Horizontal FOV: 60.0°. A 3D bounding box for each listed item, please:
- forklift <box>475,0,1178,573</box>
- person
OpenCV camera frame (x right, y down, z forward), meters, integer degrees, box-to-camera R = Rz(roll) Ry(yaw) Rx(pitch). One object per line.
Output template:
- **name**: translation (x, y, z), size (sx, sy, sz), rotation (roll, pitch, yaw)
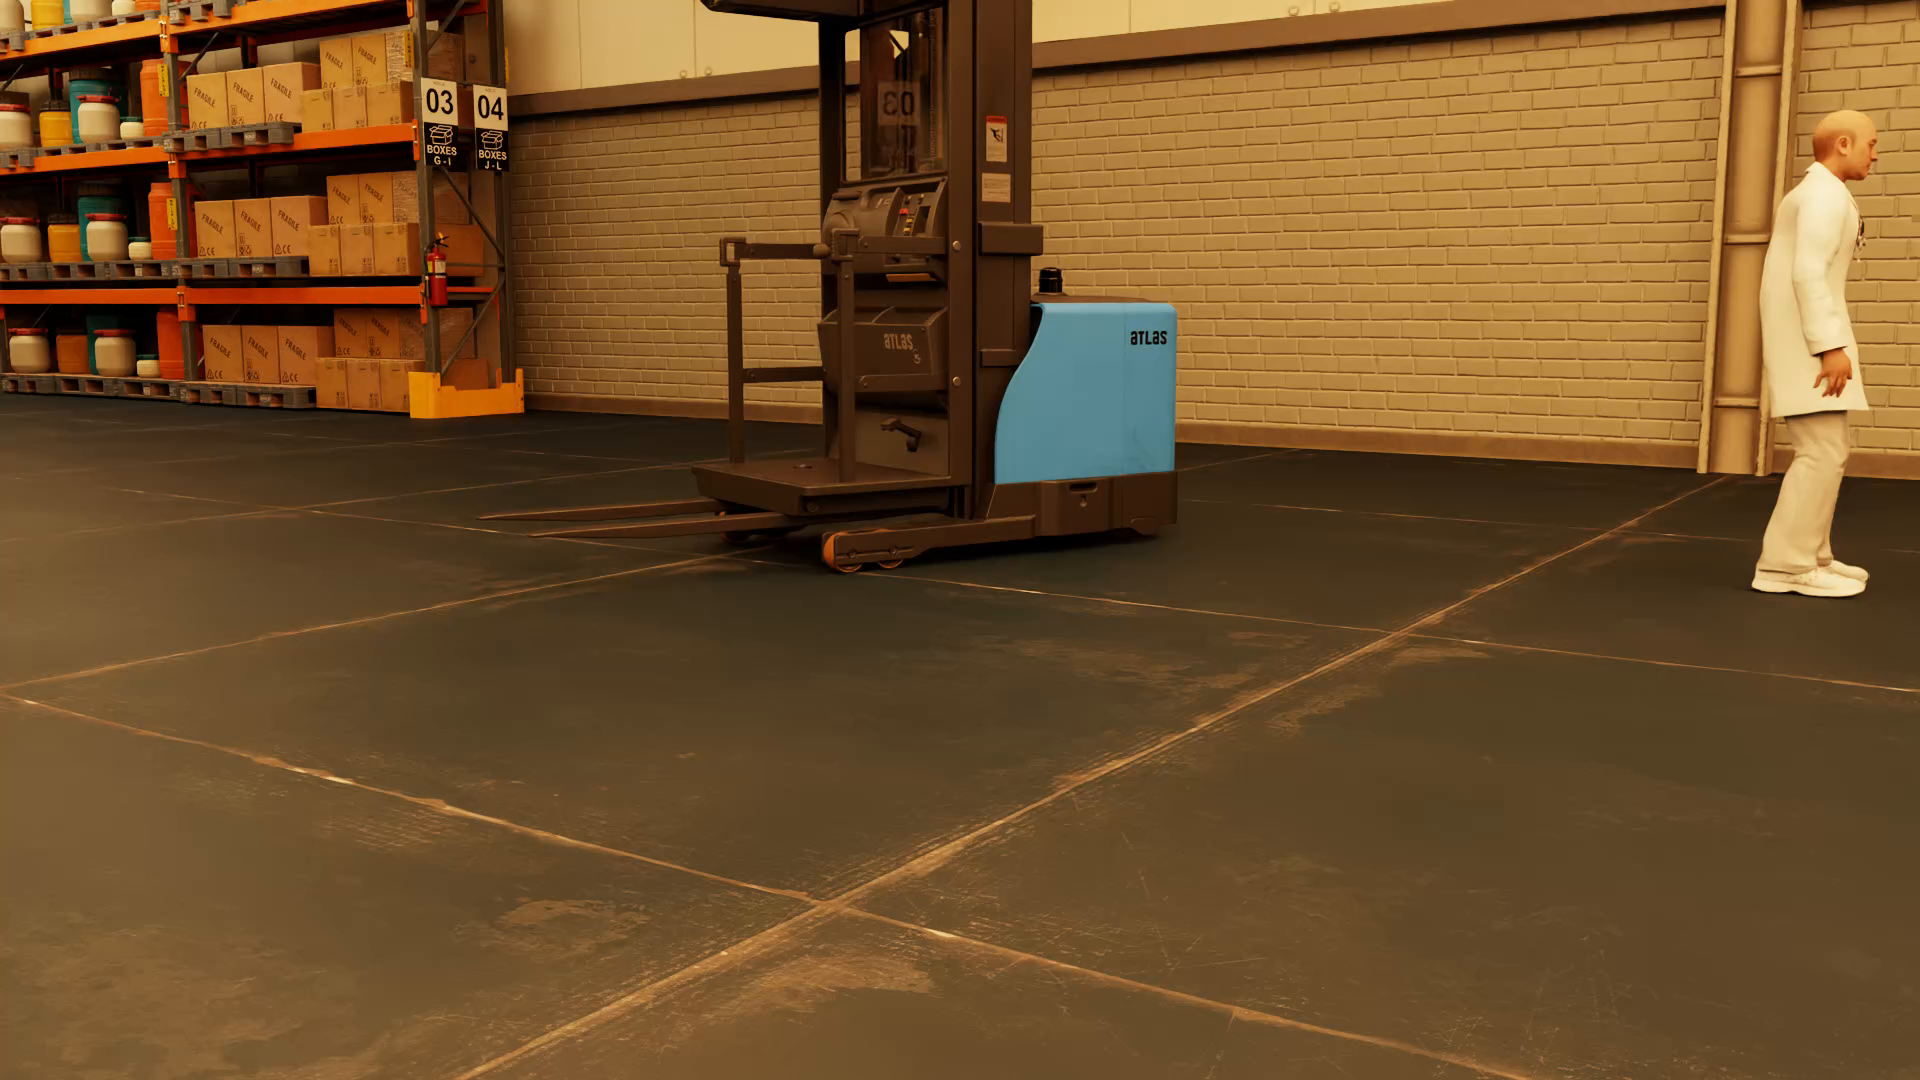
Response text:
- **forklift**: translation (-0.507, -1.403, 7.061), size (3.031, 2.935, 1.130), rotation (-5, 10, -33)
- **person**: translation (3.219, -0.692, 6.200), size (0.455, 1.778, 0.649), rotation (3, 9, 22)
